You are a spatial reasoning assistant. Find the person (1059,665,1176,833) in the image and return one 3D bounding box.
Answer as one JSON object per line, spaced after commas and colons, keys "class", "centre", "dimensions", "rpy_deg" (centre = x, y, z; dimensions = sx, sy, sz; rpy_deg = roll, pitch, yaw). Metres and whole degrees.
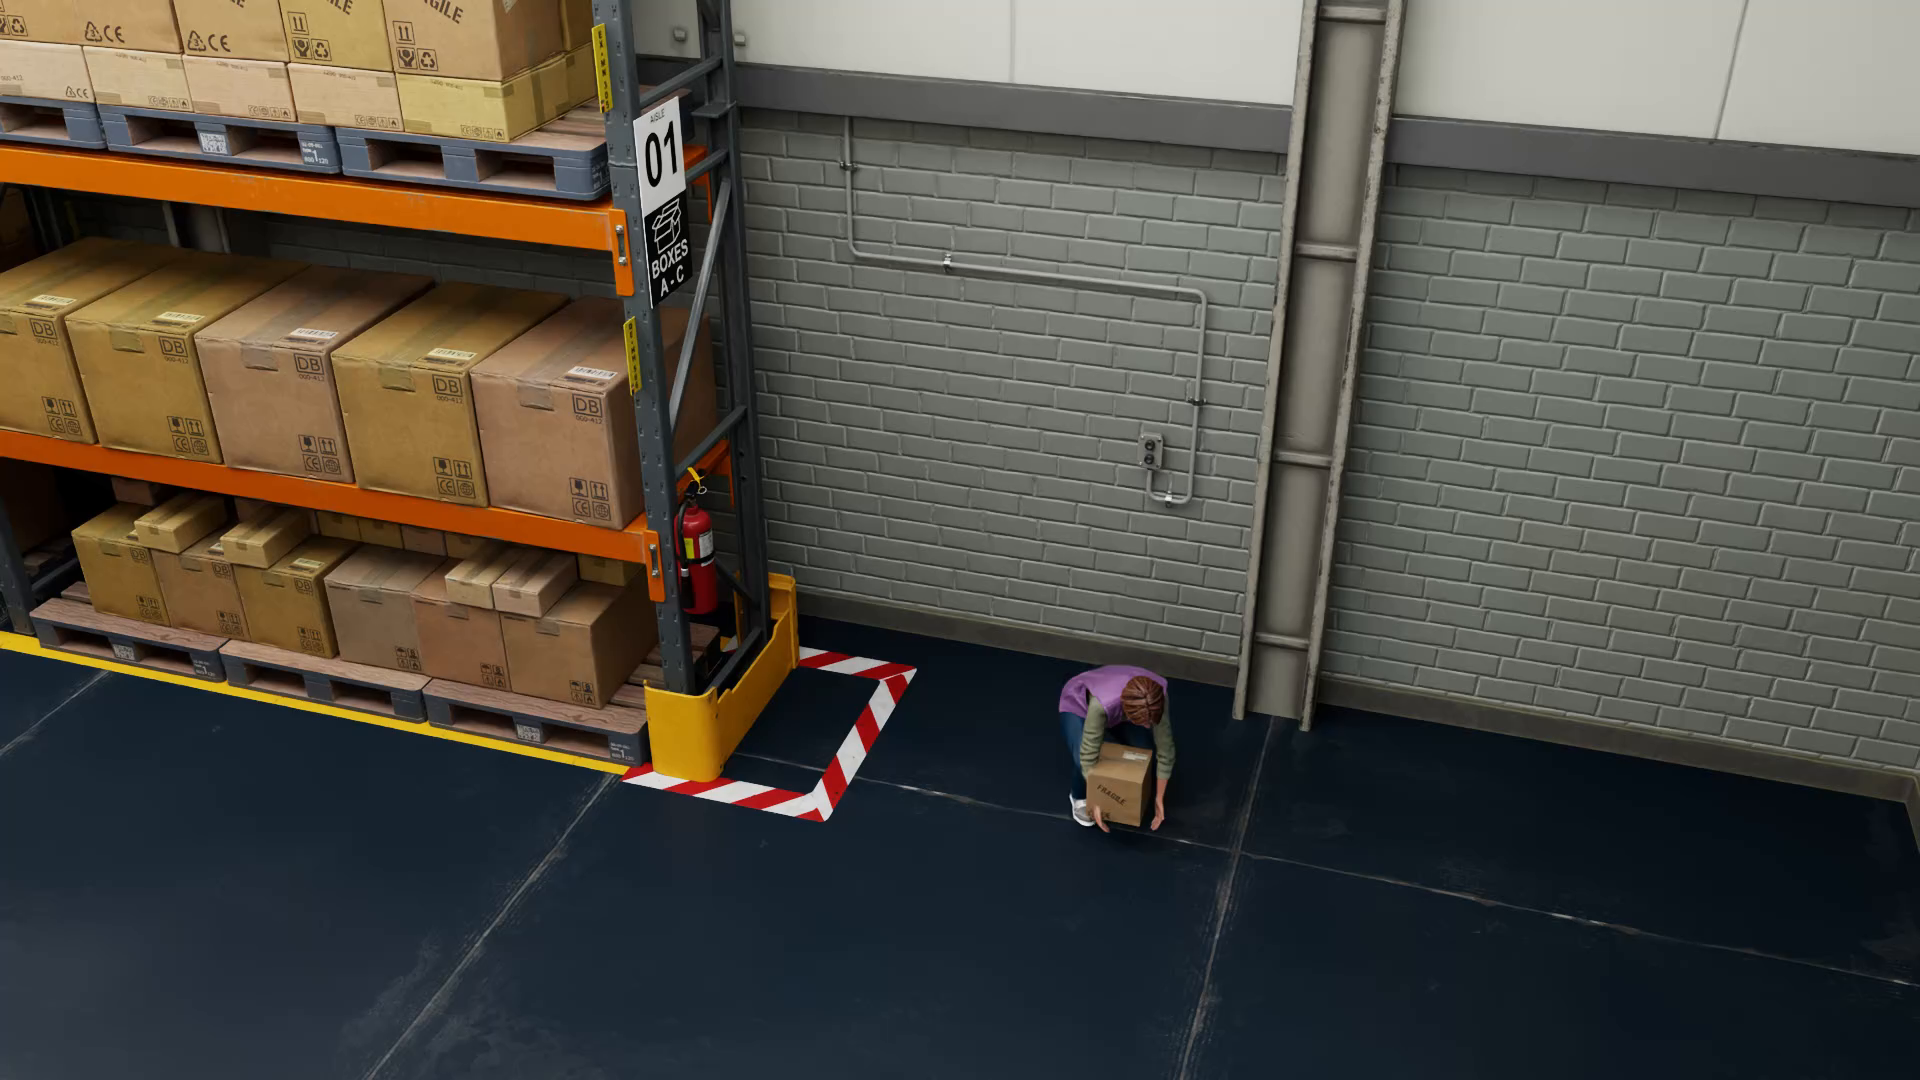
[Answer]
{"class": "person", "centre": [0.711, 0.889, 7.610], "dimensions": [0.446, 0.938, 0.762], "rpy_deg": [-6, 30, -10]}
